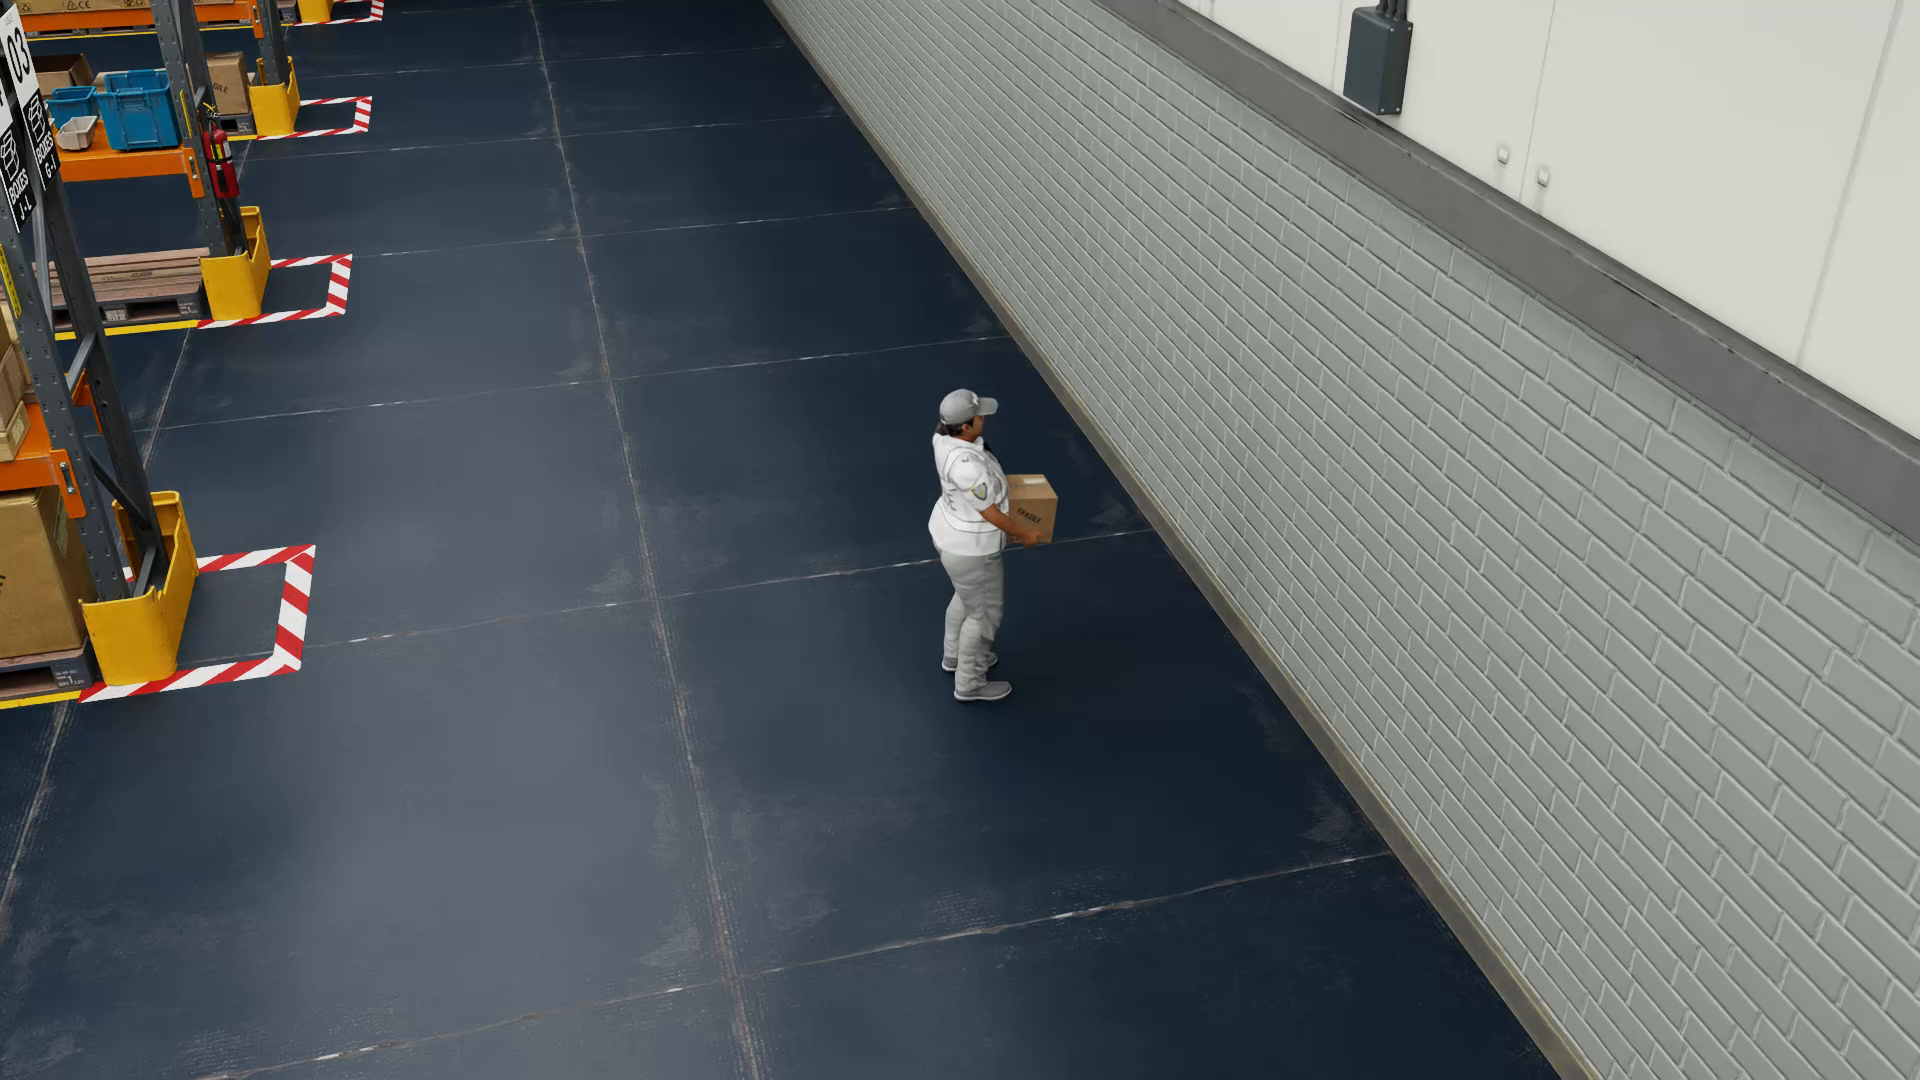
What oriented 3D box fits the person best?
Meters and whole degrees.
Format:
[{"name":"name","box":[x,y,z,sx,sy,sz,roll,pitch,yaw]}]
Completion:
[{"name":"person","box":[0.127,0.008,8.228,0.541,1.657,0.455,-7,31,-12]}]
